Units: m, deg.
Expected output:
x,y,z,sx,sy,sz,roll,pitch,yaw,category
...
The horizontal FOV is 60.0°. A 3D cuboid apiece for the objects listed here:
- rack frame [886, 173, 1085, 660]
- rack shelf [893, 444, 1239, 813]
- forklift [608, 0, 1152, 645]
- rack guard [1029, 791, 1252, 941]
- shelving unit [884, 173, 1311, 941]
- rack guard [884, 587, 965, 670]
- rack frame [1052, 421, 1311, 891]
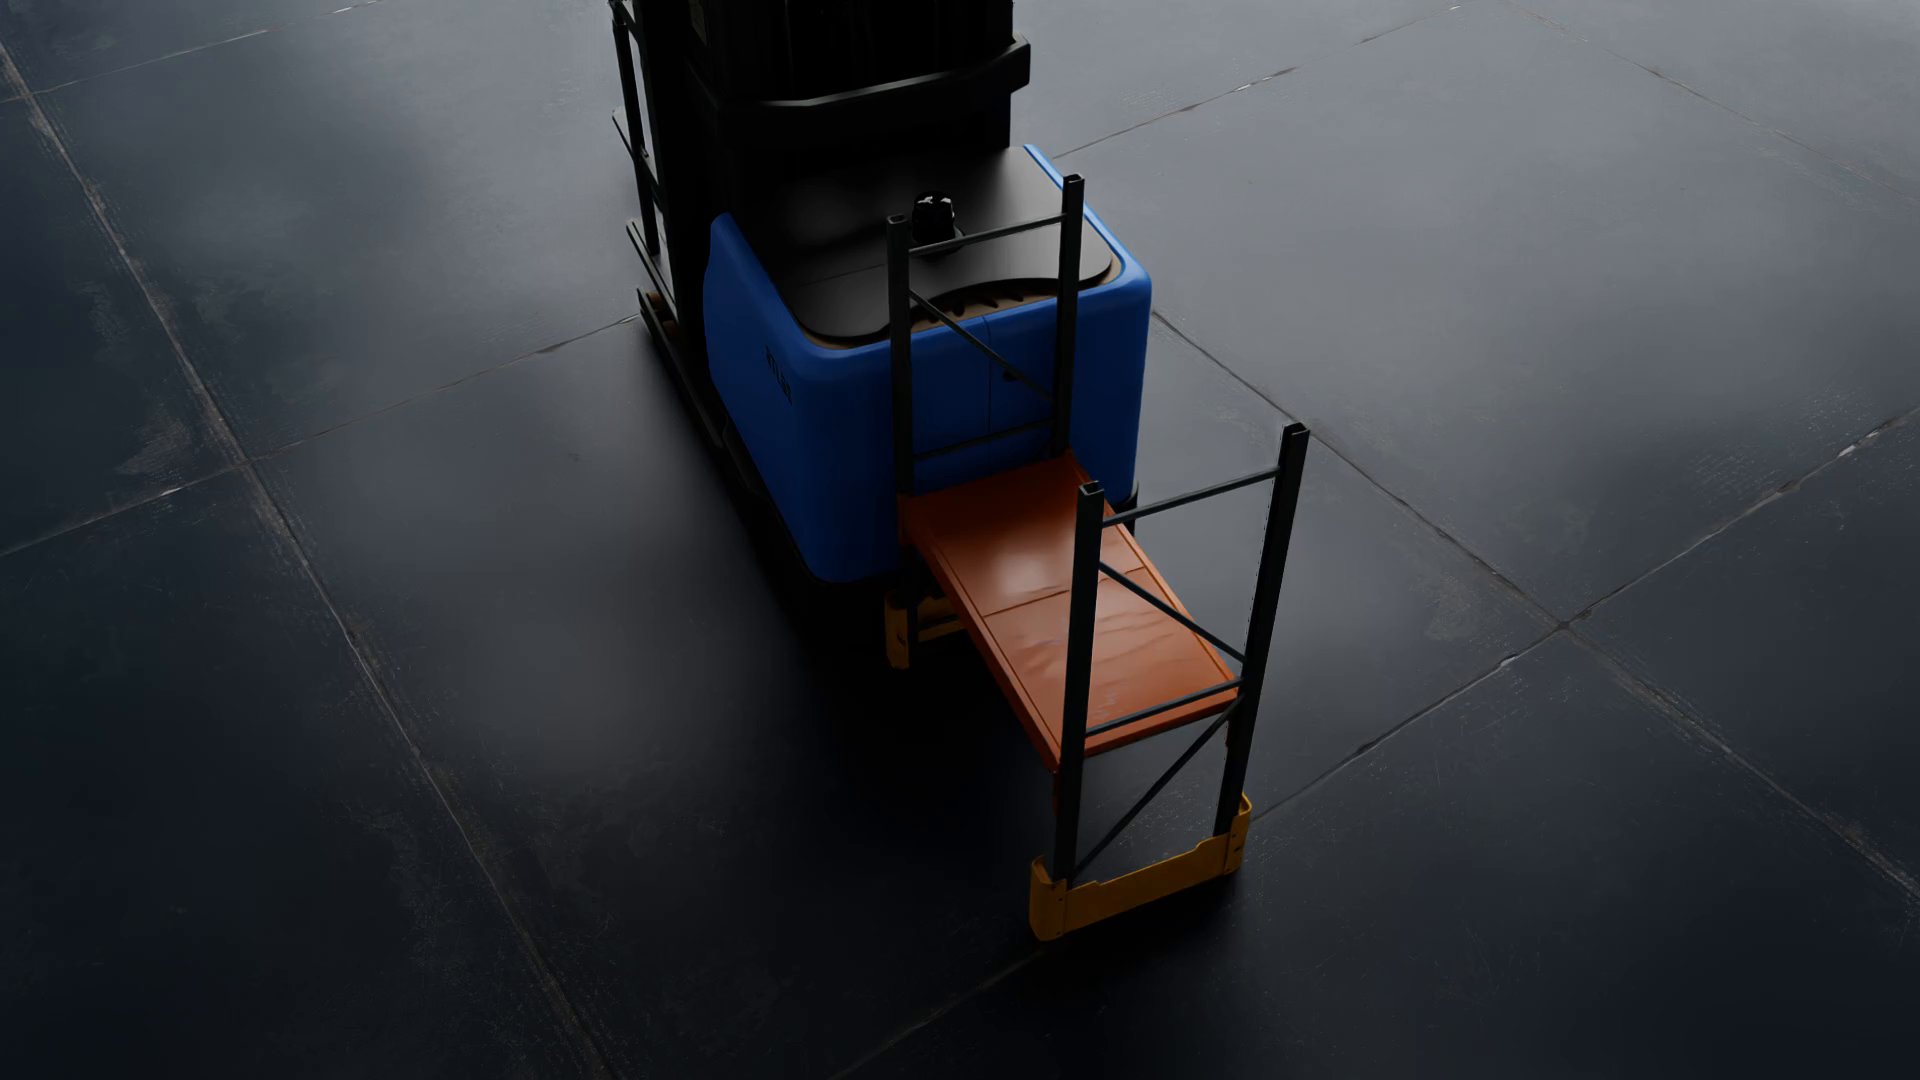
x,y,z,sx,sy,sz,roll,pitch,yaw,category
0.064,-0.265,4.441,0.500,1.500,0.032,-16,46,-16,rack frame
0.263,0.188,4.227,0.538,0.185,1.000,-16,46,-16,rack shelf
-0.509,-1.784,4.996,1.130,2.935,3.031,-16,46,-16,forklift
0.455,0.821,4.209,0.587,0.250,0.087,-16,46,-16,rack guard
0.259,0.052,4.109,0.587,1.500,1.083,-16,46,-16,shelving unit
0.064,0.188,4.872,0.587,0.250,0.087,-16,46,-16,rack guard
0.462,0.381,3.765,0.500,1.500,0.032,-16,46,-16,rack frame
